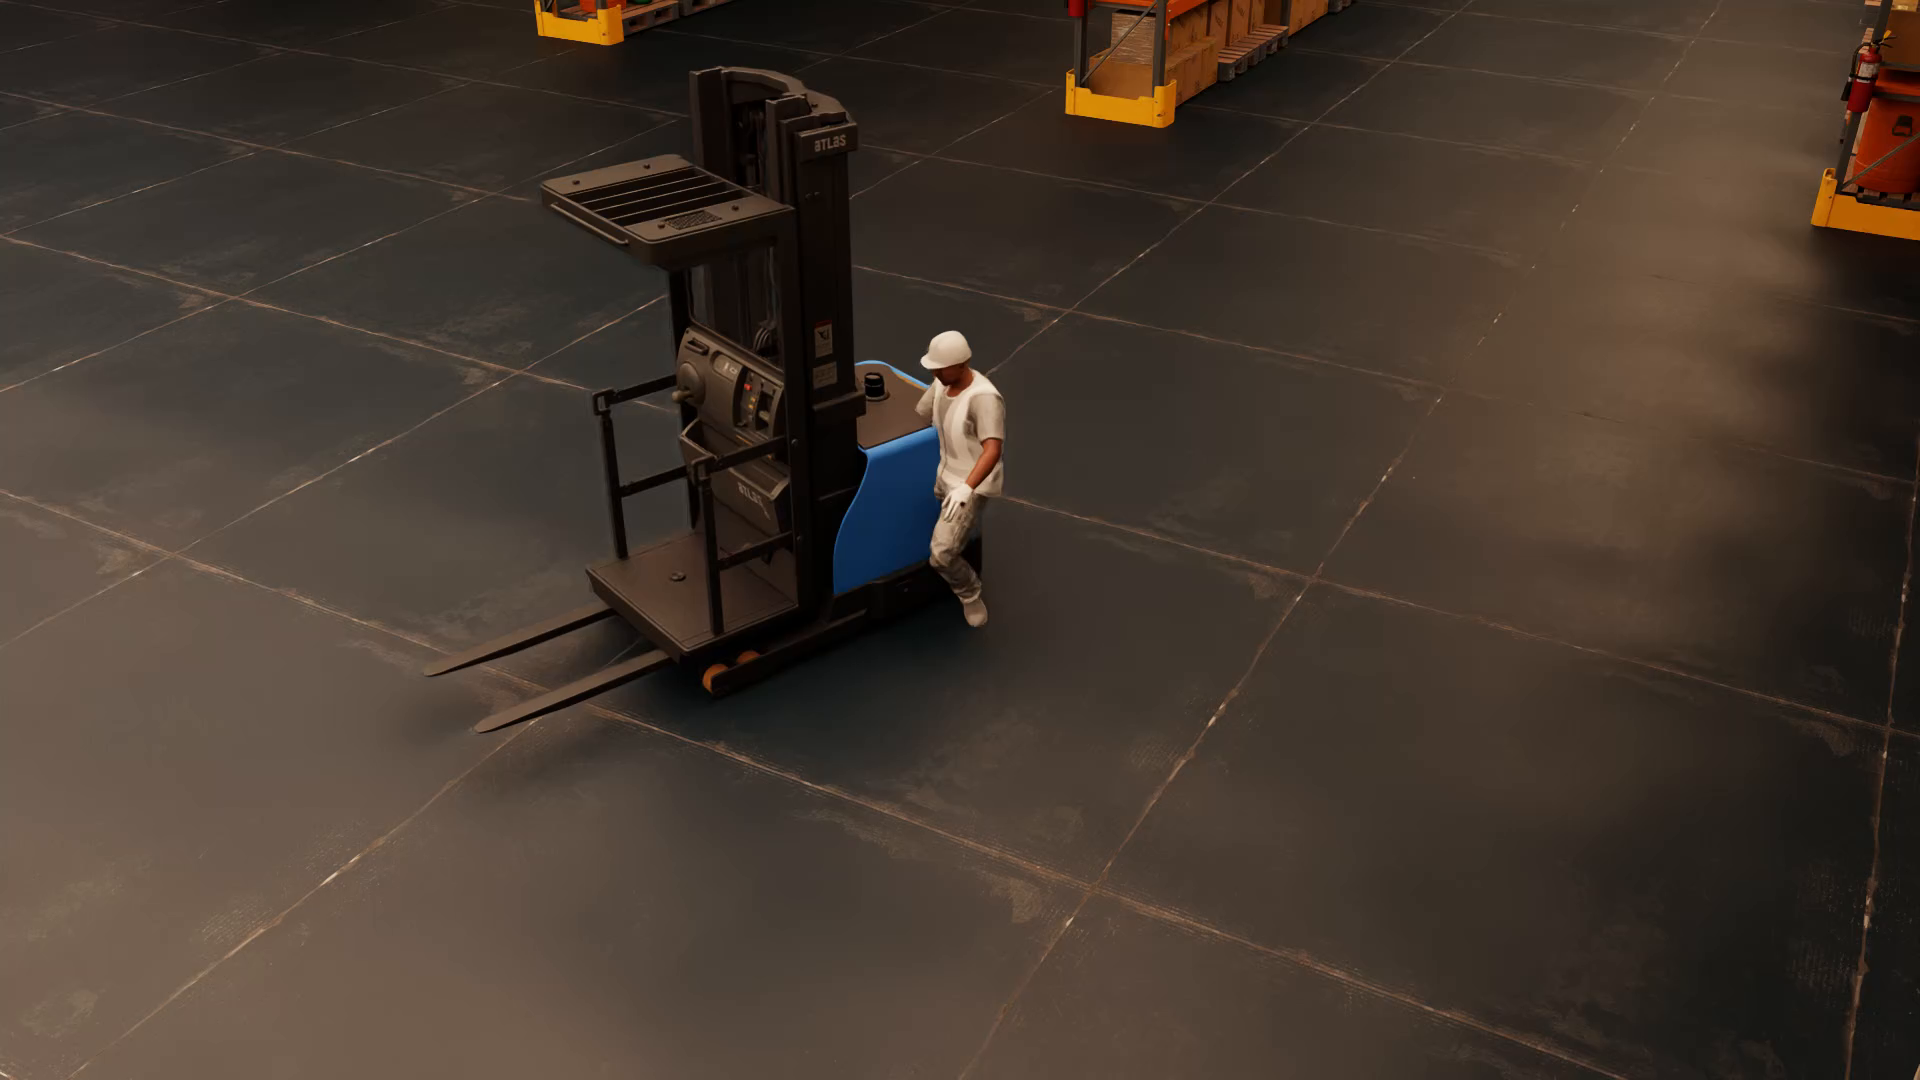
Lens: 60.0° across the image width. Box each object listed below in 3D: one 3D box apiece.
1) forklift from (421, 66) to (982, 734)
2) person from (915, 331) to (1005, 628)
[{"bbox_3d":[-1.339,-0.759,8.386,3.031,2.935,1.130,-22,37,-33],"label":"forklift"},{"bbox_3d":[-0.104,-0.320,8.948,0.660,1.654,0.942,-14,33,-23],"label":"person"}]
